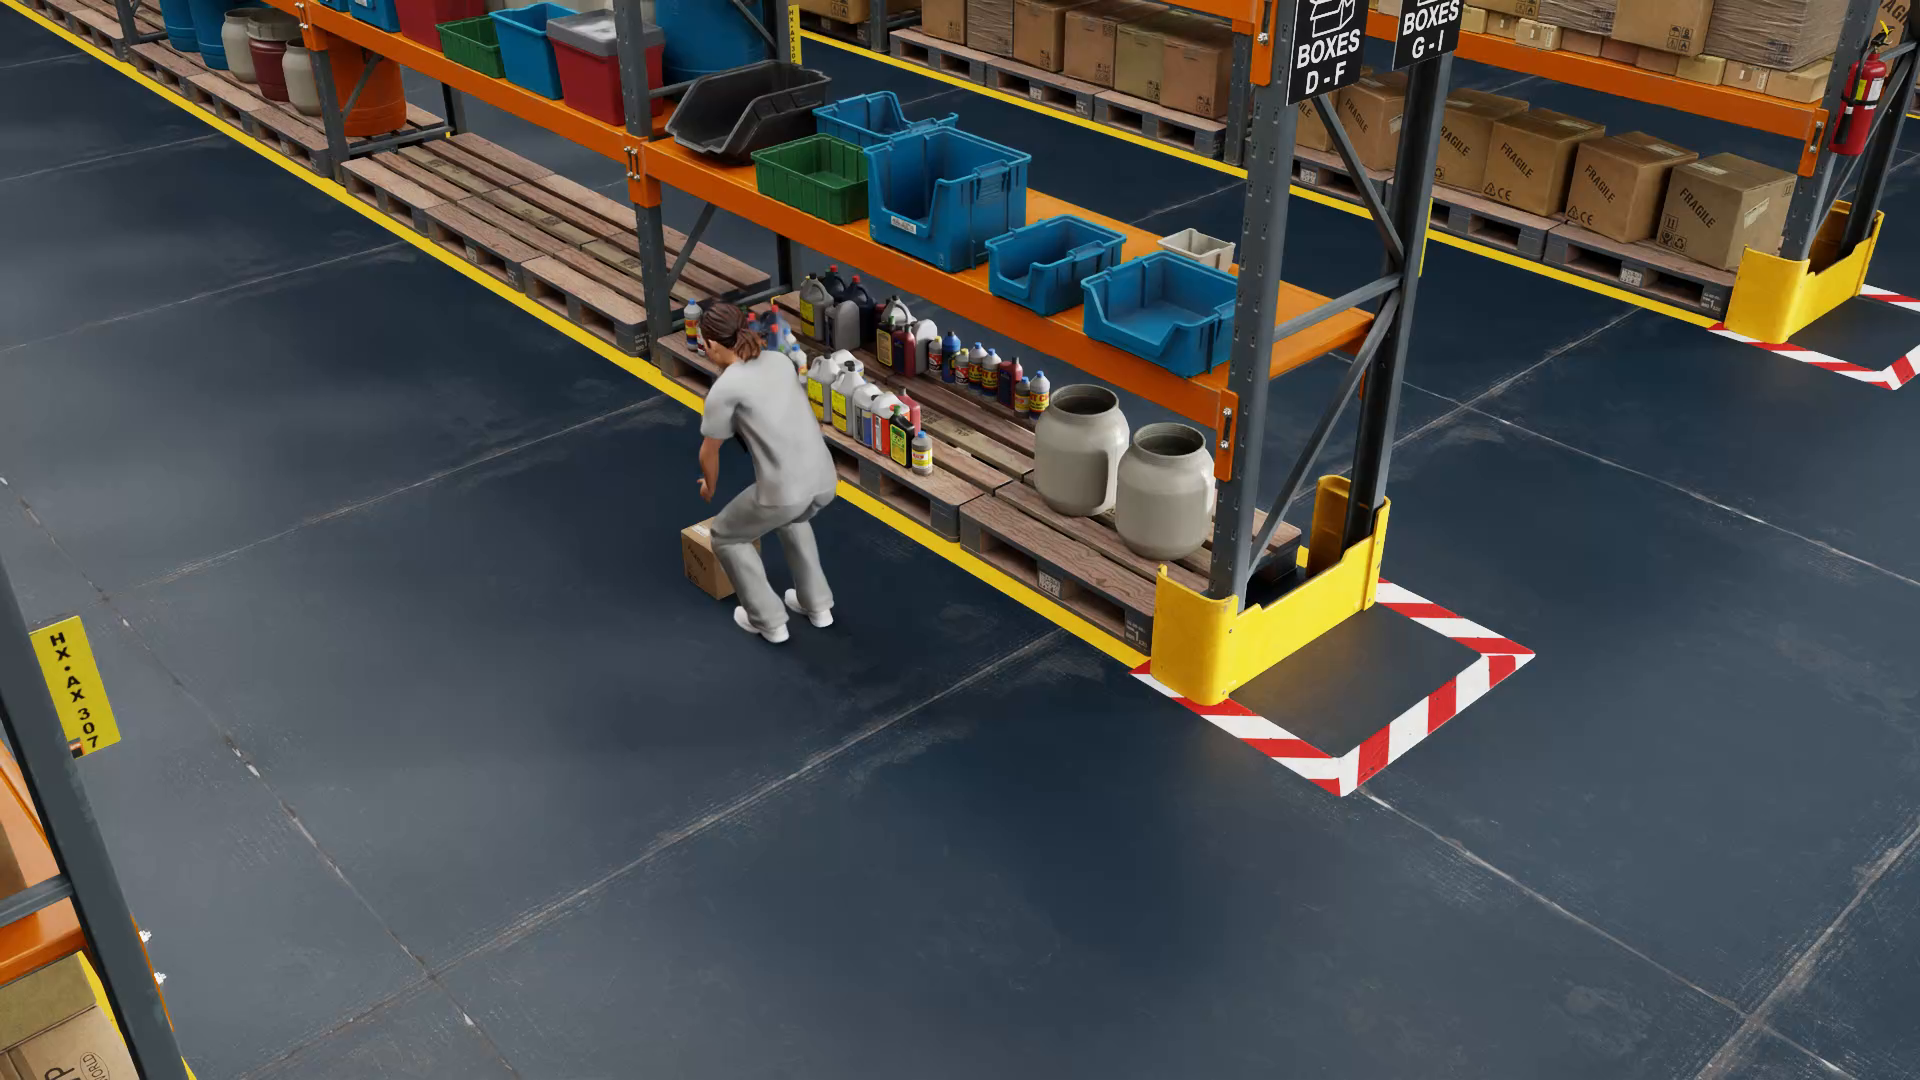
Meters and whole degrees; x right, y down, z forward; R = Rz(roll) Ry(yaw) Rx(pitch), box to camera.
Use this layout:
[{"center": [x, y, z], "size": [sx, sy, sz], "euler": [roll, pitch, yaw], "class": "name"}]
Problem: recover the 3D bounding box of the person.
[{"center": [-0.802, -0.248, 6.787], "size": [0.490, 1.418, 0.616], "euler": [-26, 40, -35], "class": "person"}]
